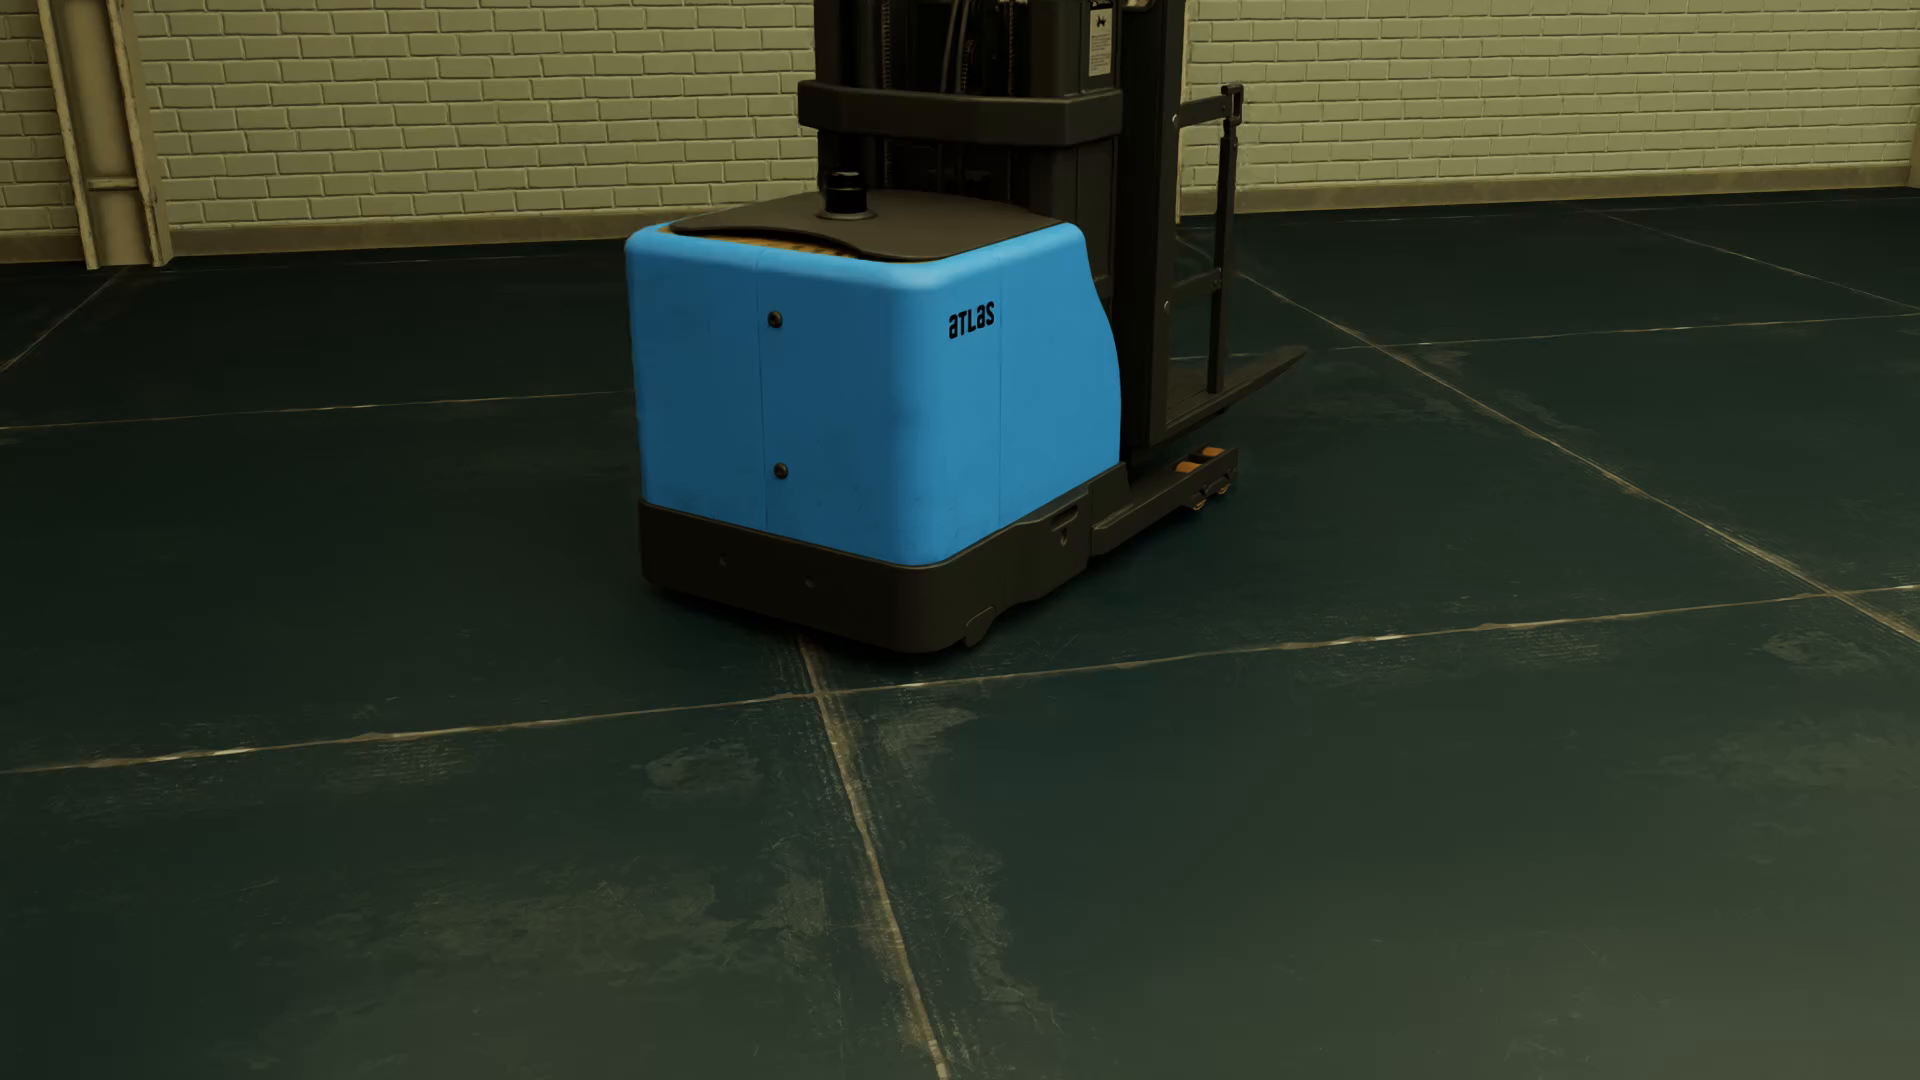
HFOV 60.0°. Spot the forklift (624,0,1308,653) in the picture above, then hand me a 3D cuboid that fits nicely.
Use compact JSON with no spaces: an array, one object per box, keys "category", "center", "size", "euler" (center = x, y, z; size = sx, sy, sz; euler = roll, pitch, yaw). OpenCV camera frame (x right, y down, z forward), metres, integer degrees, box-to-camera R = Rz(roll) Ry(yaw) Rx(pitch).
[{"category":"forklift","center":[0.299,-1.547,5.241],"size":[1.130,2.935,3.031],"euler":[13,25,31]}]
